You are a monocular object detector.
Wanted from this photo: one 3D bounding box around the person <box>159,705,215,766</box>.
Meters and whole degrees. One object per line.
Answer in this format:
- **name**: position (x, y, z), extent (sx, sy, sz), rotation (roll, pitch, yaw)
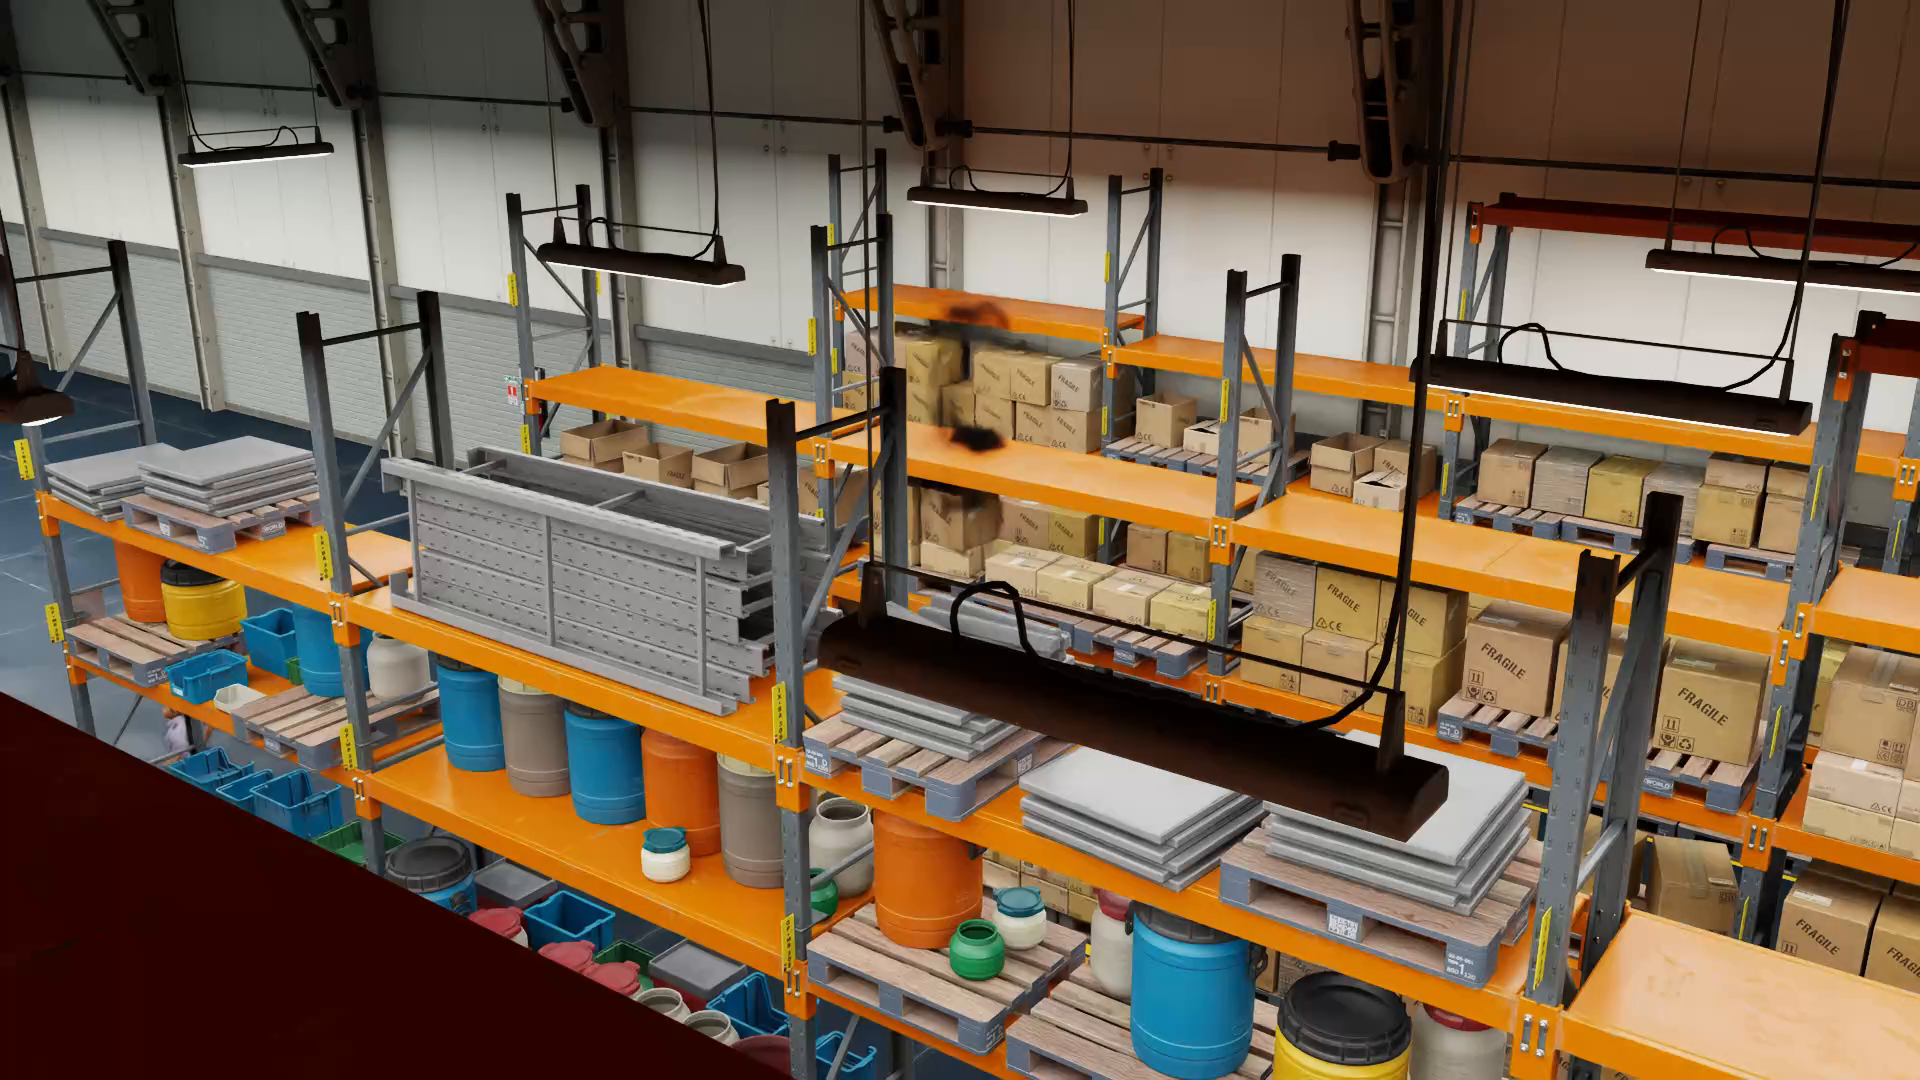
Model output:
- **person**: position (-7.448, 2.190, 16.083), extent (0.539, 1.583, 0.680), rotation (-3, 19, -8)
